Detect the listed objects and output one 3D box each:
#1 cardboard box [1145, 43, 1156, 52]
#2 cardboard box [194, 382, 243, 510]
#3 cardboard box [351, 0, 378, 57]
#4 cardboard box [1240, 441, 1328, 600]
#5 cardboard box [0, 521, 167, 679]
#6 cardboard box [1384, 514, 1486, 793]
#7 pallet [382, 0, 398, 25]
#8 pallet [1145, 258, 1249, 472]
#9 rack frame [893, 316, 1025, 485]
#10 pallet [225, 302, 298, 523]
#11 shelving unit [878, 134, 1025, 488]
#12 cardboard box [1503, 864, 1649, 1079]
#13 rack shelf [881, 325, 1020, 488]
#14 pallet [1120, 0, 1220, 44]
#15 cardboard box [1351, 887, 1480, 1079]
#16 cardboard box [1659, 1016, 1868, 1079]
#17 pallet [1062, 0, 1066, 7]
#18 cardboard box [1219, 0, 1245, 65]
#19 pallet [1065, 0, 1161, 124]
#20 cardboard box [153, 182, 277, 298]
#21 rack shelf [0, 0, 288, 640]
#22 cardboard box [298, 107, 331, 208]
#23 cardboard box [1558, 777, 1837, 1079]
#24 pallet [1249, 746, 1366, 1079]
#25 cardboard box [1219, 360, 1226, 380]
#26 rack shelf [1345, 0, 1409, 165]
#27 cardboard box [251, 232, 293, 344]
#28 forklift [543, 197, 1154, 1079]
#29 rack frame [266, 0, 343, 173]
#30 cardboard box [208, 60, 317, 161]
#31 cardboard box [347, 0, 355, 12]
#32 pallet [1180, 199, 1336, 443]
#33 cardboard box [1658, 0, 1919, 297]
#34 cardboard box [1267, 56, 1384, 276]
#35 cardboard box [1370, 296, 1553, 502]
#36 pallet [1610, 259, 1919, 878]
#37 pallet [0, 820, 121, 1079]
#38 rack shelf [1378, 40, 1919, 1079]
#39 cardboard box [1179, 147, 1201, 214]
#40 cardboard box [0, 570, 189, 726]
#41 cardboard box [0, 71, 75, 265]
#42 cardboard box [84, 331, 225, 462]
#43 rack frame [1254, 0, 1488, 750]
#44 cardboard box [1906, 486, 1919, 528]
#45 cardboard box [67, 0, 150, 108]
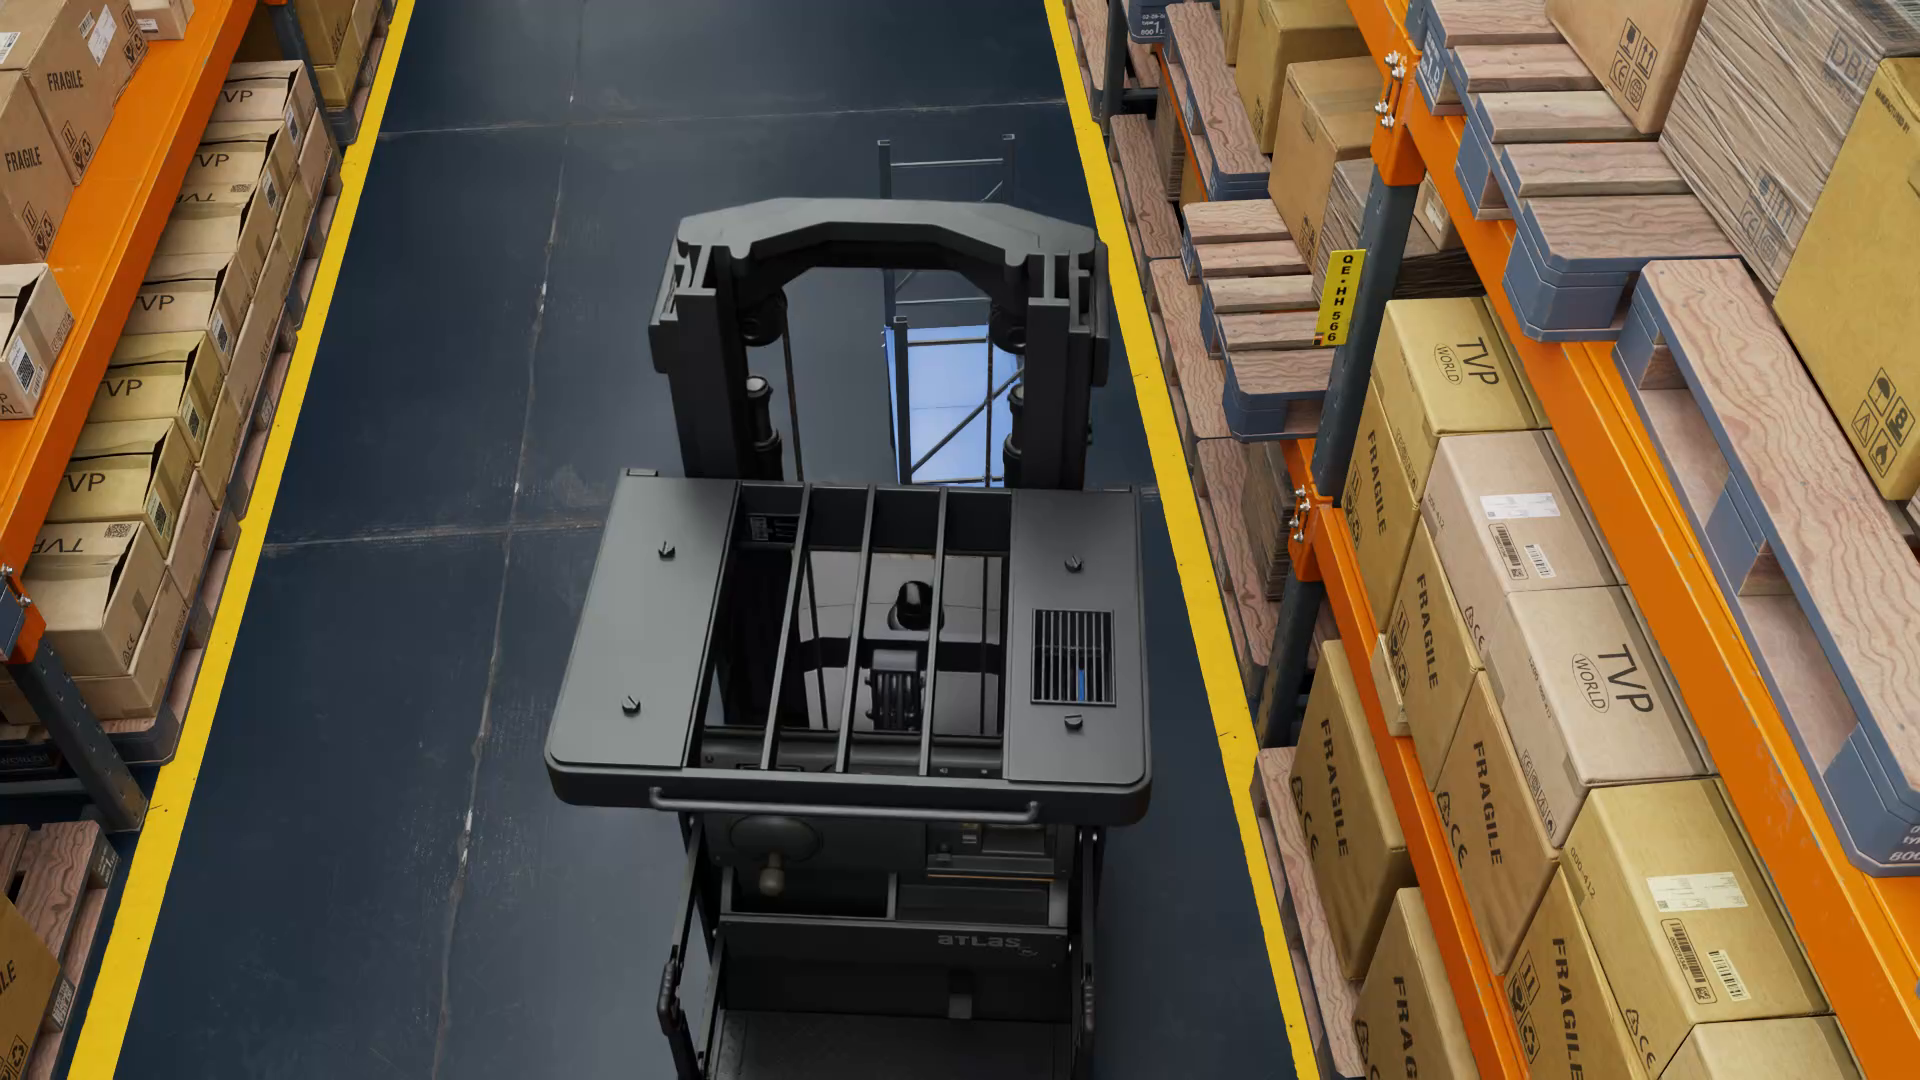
[{"bbox_3d":[1.174,-2.788,8.973,0.380,0.166,0.250,-9,47,-8],"label":"cardboard box"},{"bbox_3d":[-3.196,-0.363,6.632,0.500,0.250,0.500,-5,47,-4],"label":"cardboard box"},{"bbox_3d":[-3.461,-2.837,8.975,0.500,0.250,0.500,-3,47,-3],"label":"cardboard box"},{"bbox_3d":[1.471,-0.141,6.236,0.700,0.500,0.500,-3,47,-3],"label":"cardboard box"},{"bbox_3d":[-3.104,0.184,5.728,0.500,0.311,0.500,-2,47,-2],"label":"cardboard box"},{"bbox_3d":[1.404,0.272,4.139,0.500,0.500,0.500,-2,47,-2],"label":"cardboard box"},{"bbox_3d":[-3.818,-3.425,9.849,1.003,0.211,1.213,-3,47,-3],"label":"pallet"},{"bbox_3d":[1.420,-0.819,7.380,1.003,0.211,1.213,-3,47,-3],"label":"pallet"},{"bbox_3d":[0.035,-0.210,5.916,0.500,1.500,0.032,-3,47,-3],"label":"rack frame"},{"bbox_3d":[-3.482,-0.547,7.123,1.003,0.211,1.213,-3,47,-3],"label":"pallet"},{"bbox_3d":[-0.007,-0.577,6.264,0.538,1.500,1.048,-3,47,-3],"label":"shelving unit"},{"bbox_3d":[1.495,1.007,3.443,0.500,0.500,0.500,-2,47,-2],"label":"cardboard box"},{"bbox_3d":[-0.007,-0.454,6.395,0.538,0.185,1.000,-3,47,-3],"label":"rack shelf"},{"bbox_3d":[1.168,-2.598,7.276,1.003,0.211,1.213,-3,47,-3],"label":"pallet"},{"bbox_3d":[1.581,1.438,4.514,0.750,0.750,0.750,-4,47,-3],"label":"cardboard box"},{"bbox_3d":[1.548,1.099,2.839,0.500,0.250,0.500,-3,47,-3],"label":"cardboard box"},{"bbox_3d":[1.052,-3.635,10.047,1.003,0.211,1.213,-3,47,-3],"label":"pallet"},{"bbox_3d":[1.383,-2.162,6.359,0.700,0.500,0.500,2,47,2],"label":"cardboard box"},{"bbox_3d":[1.157,-2.750,9.209,1.003,0.211,1.213,-3,47,-3],"label":"pallet"},{"bbox_3d":[-3.279,-1.301,7.134,0.500,0.311,0.500,-4,47,-3],"label":"cardboard box"},{"bbox_3d":[-3.520,-1.227,6.342,1.077,0.370,4.000,-3,47,-3],"label":"rack shelf"},{"bbox_3d":[-3.364,-1.838,8.029,0.500,0.250,0.500,-4,47,-4],"label":"cardboard box"},{"bbox_3d":[1.505,0.731,3.188,0.500,0.250,0.500,-4,47,-4],"label":"cardboard box"},{"bbox_3d":[1.574,1.202,5.466,1.003,0.211,1.213,-3,47,-3],"label":"pallet"},{"bbox_3d":[1.474,-0.878,6.935,0.700,0.500,0.500,-4,47,-4],"label":"cardboard box"},{"bbox_3d":[1.416,-2.562,5.540,1.077,0.370,4.000,-3,47,-3],"label":"rack shelf"},{"bbox_3d":[-3.280,-1.102,7.332,0.500,0.250,0.500,-3,47,-2],"label":"cardboard box"},{"bbox_3d":[-0.182,0.795,3.978,1.130,2.935,3.031,2,47,2],"label":"forklift"},{"bbox_3d":[-3.687,-2.922,7.451,1.000,3.000,0.127,-3,47,-3],"label":"rack frame"},{"bbox_3d":[-3.368,-2.038,7.832,0.500,0.311,0.500,-3,47,-3],"label":"cardboard box"},{"bbox_3d":[-3.464,-3.094,8.703,0.500,0.500,0.500,-3,47,-3],"label":"cardboard box"},{"bbox_3d":[1.418,-0.775,5.550,1.213,0.211,1.003,-3,47,-3],"label":"pallet"},{"bbox_3d":[1.778,-0.821,3.024,0.700,0.500,0.500,-6,47,-5],"label":"cardboard box"},{"bbox_3d":[1.460,-1.259,5.505,0.700,0.500,0.500,-7,47,-7],"label":"cardboard box"},{"bbox_3d":[1.367,-0.368,4.228,0.500,0.250,0.500,-2,47,-2],"label":"cardboard box"},{"bbox_3d":[1.787,-0.026,2.773,1.003,0.211,1.213,-2,47,-1],"label":"pallet"},{"bbox_3d":[-3.328,1.474,5.209,1.003,0.211,1.213,-3,47,-3],"label":"pallet"},{"bbox_3d":[1.751,0.332,2.800,1.077,0.370,4.000,-3,47,-3],"label":"rack shelf"},{"bbox_3d":[1.420,-1.615,7.632,0.700,0.500,0.500,-4,47,-4],"label":"cardboard box"},{"bbox_3d":[-3.104,0.377,5.932,0.500,0.250,0.500,-4,47,-3],"label":"cardboard box"},{"bbox_3d":[-3.509,-1.275,5.823,0.500,0.500,0.500,-6,47,-5],"label":"cardboard box"},{"bbox_3d":[-3.197,-0.565,6.437,0.500,0.311,0.500,-5,47,-4],"label":"cardboard box"},{"bbox_3d":[1.583,-0.331,4.998,1.000,3.000,0.127,-3,47,-3],"label":"rack frame"},{"bbox_3d":[1.865,-0.063,2.306,0.700,0.500,0.500,-4,47,-3],"label":"cardboard box"},{"bbox_3d":[-3.595,-2.018,6.527,0.500,0.500,0.500,0,47,0],"label":"cardboard box"}]
